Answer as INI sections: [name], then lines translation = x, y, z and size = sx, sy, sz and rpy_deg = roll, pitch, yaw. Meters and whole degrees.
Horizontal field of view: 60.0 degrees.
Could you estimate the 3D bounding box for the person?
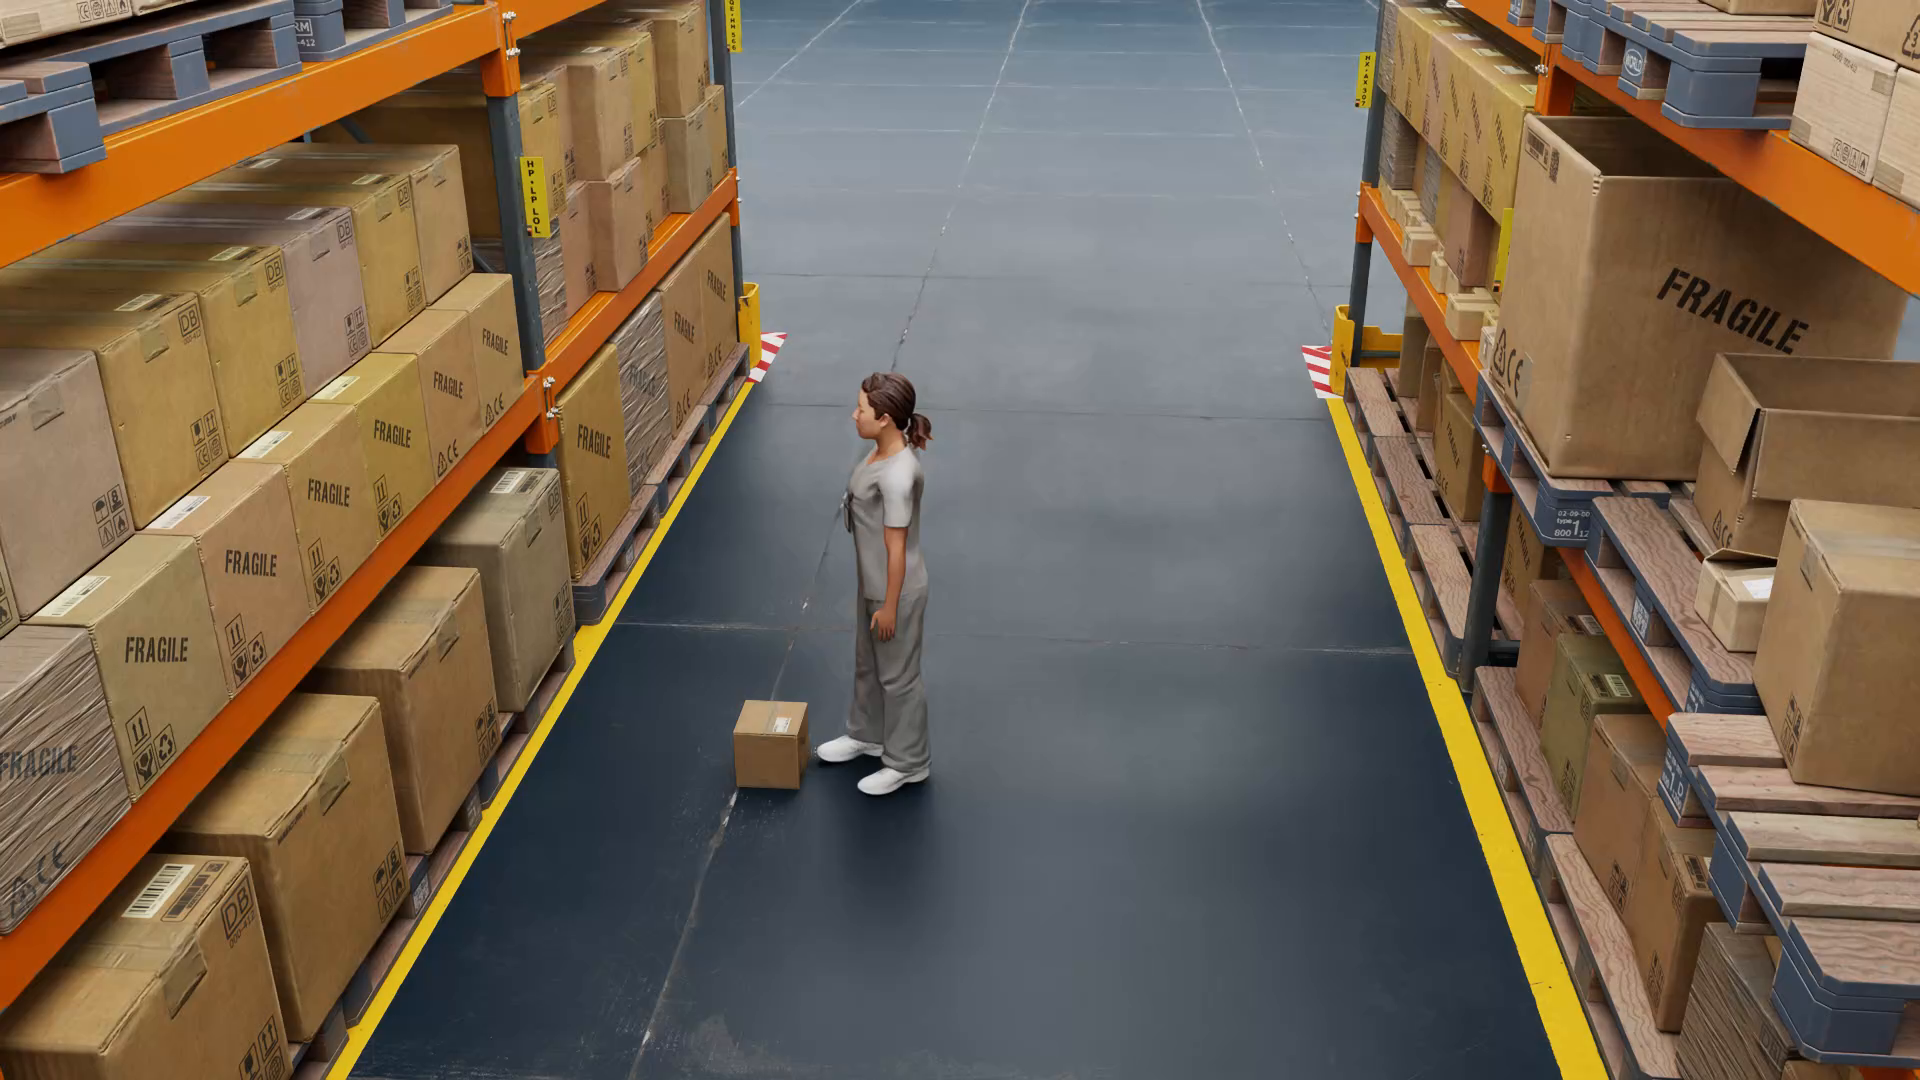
[person]
translation = -0.321, 0.173, 6.214
size = 0.465, 1.672, 0.486
rpy_deg = -4, 25, -8
